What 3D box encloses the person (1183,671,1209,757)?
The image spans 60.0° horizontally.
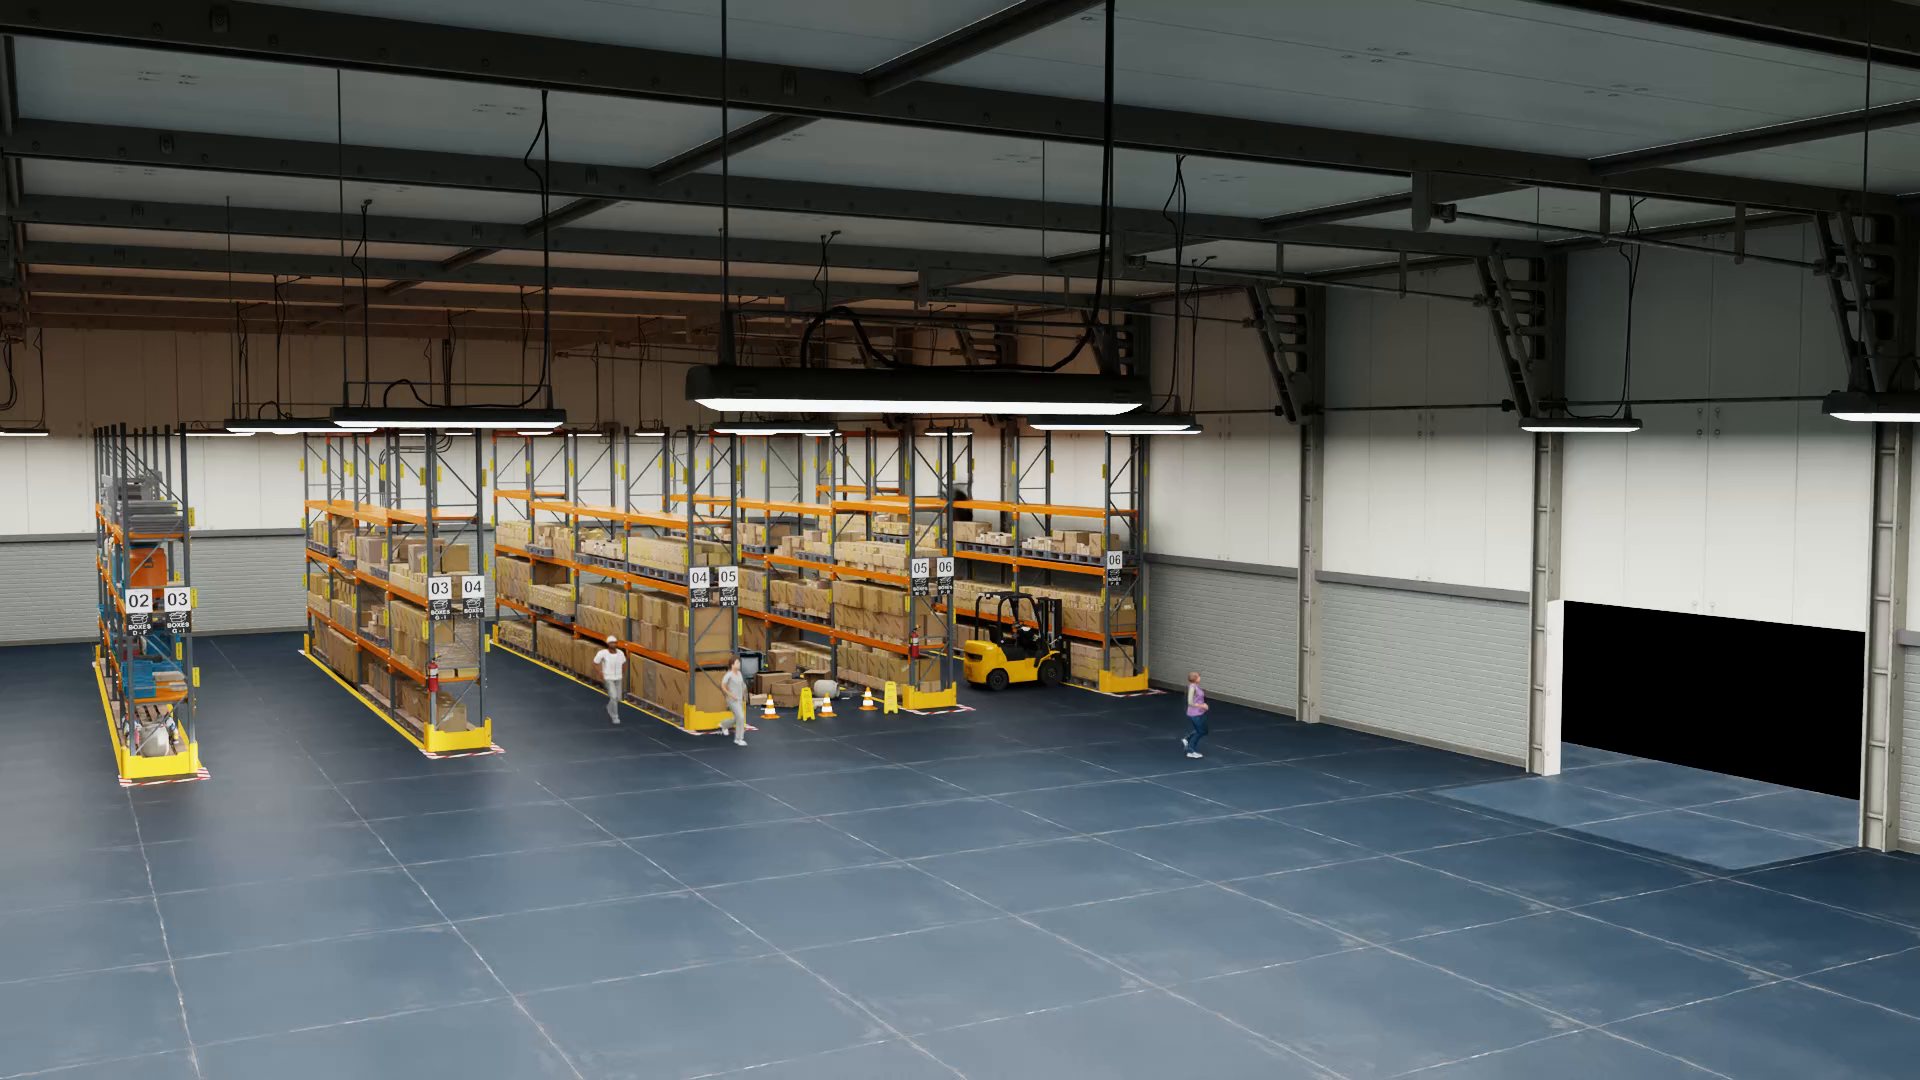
[{"bbox_3d":[4.255,3.132,29.877,0.549,1.554,0.529,1,4,22],"label":"person"}]

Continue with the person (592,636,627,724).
[{"bbox_3d":[-7.061,2.811,33.657,0.707,1.754,0.777,-3,4,-37],"label":"person"}]

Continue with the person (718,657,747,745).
[{"bbox_3d":[-4.298,3.021,31.357,0.723,1.649,0.589,2,4,29],"label":"person"}]
